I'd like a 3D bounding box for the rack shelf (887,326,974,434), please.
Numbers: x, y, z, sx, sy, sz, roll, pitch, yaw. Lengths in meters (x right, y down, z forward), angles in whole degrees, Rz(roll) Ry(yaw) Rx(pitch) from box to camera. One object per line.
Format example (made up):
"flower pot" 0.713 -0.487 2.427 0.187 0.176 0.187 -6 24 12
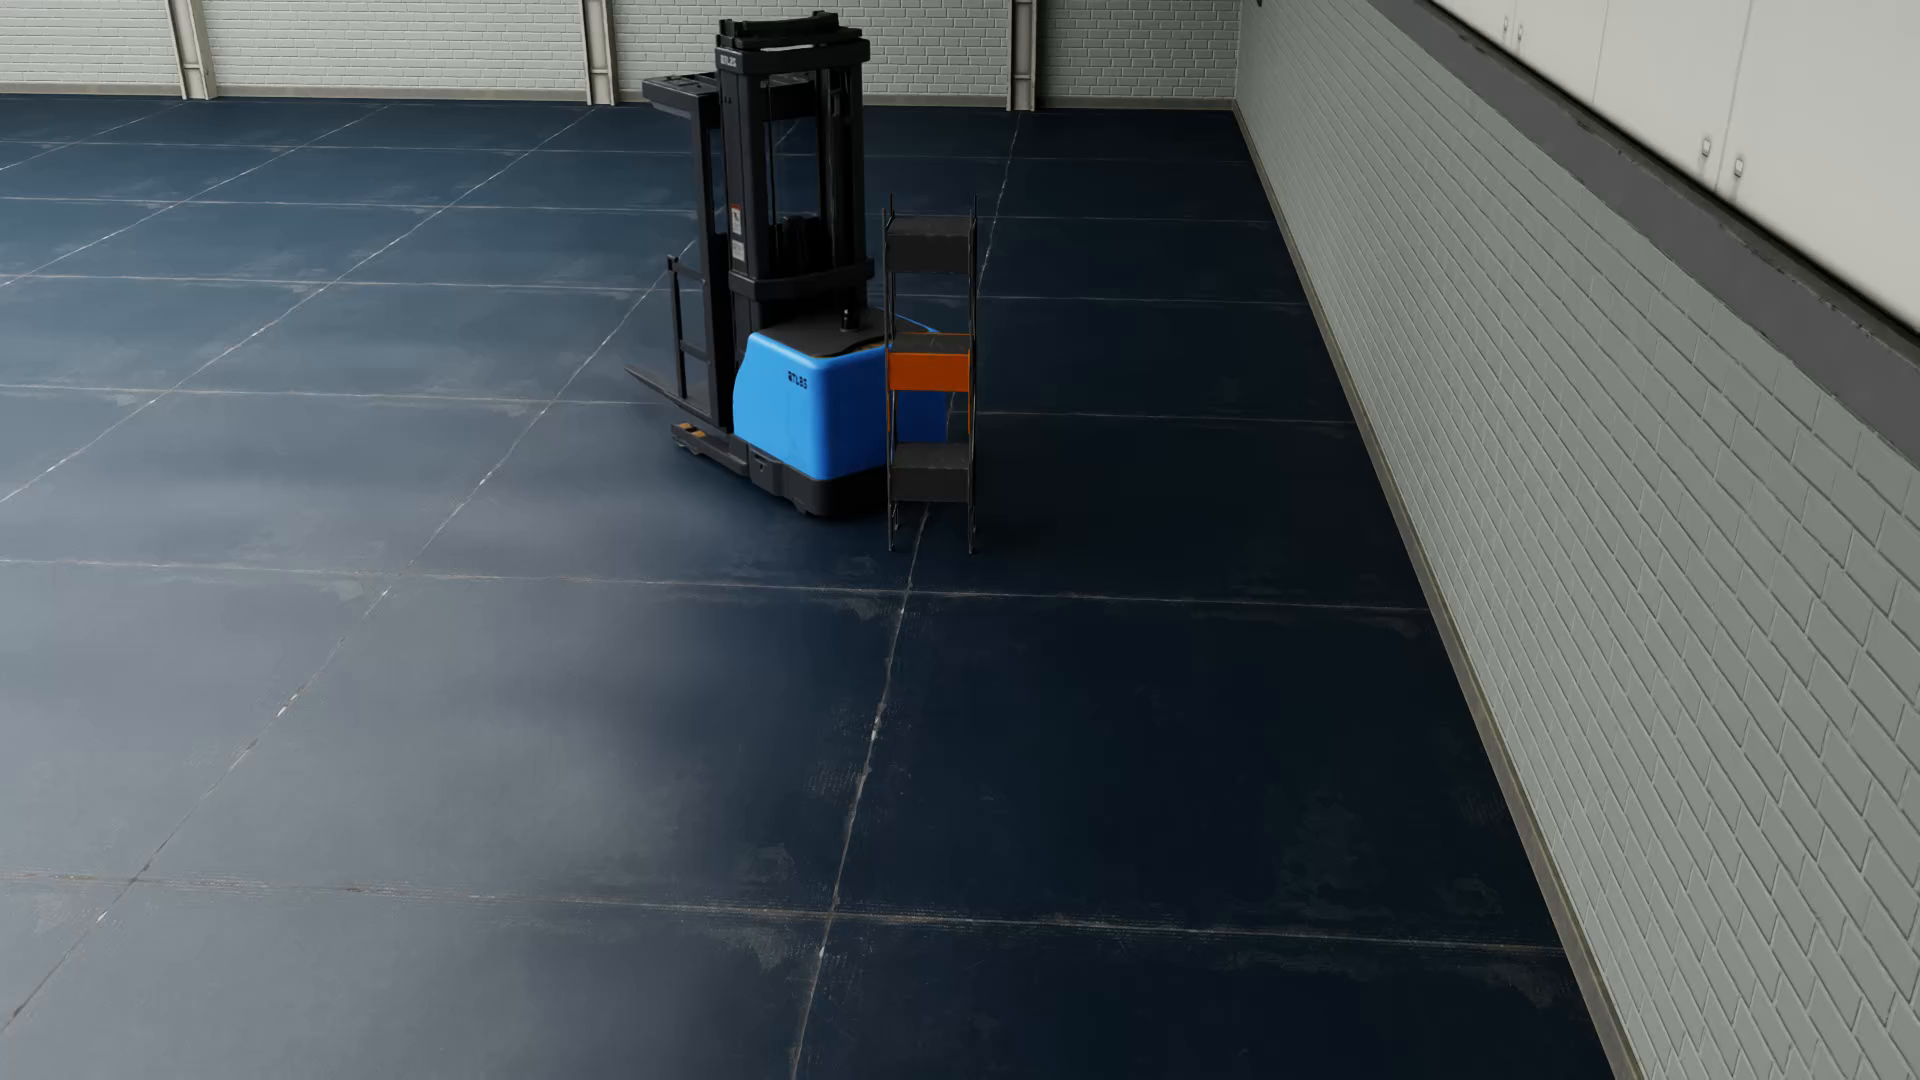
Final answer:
"rack shelf" -0.165 -0.947 9.828 0.480 0.518 0.431 2 25 4

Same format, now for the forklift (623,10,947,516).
"forklift" -1.369 -2.032 11.160 1.130 2.935 3.031 -18 30 -34

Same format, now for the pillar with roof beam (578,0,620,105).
"pillar with roof beam" -5.446 -8.573 18.115 0.400 9.000 9.100 2 25 4

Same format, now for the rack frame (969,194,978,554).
"rack frame" 0.078 -0.951 9.806 0.015 2.100 0.400 2 25 4

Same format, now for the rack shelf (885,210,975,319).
"rack shelf" -0.165 -1.583 9.536 0.480 0.518 0.431 2 25 4

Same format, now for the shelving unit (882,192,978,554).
"shelving unit" -0.165 -0.959 9.823 0.503 2.100 0.431 2 25 4

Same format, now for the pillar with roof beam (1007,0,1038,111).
"pillar with roof beam" 0.536 -8.381 17.698 0.400 9.000 9.100 2 25 4

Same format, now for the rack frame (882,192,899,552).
"rack frame" -0.408 -0.967 9.840 0.015 2.100 0.400 2 25 4

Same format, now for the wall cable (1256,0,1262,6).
"wall cable" 3.702 -8.119 20.843 0.112 2.526 3.097 2 25 4

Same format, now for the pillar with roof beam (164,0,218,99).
"pillar with roof beam" -11.428 -8.765 18.532 0.400 9.000 9.100 2 25 4

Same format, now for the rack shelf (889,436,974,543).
"rack shelf" -0.165 -0.311 10.121 0.480 0.518 0.431 2 25 4
